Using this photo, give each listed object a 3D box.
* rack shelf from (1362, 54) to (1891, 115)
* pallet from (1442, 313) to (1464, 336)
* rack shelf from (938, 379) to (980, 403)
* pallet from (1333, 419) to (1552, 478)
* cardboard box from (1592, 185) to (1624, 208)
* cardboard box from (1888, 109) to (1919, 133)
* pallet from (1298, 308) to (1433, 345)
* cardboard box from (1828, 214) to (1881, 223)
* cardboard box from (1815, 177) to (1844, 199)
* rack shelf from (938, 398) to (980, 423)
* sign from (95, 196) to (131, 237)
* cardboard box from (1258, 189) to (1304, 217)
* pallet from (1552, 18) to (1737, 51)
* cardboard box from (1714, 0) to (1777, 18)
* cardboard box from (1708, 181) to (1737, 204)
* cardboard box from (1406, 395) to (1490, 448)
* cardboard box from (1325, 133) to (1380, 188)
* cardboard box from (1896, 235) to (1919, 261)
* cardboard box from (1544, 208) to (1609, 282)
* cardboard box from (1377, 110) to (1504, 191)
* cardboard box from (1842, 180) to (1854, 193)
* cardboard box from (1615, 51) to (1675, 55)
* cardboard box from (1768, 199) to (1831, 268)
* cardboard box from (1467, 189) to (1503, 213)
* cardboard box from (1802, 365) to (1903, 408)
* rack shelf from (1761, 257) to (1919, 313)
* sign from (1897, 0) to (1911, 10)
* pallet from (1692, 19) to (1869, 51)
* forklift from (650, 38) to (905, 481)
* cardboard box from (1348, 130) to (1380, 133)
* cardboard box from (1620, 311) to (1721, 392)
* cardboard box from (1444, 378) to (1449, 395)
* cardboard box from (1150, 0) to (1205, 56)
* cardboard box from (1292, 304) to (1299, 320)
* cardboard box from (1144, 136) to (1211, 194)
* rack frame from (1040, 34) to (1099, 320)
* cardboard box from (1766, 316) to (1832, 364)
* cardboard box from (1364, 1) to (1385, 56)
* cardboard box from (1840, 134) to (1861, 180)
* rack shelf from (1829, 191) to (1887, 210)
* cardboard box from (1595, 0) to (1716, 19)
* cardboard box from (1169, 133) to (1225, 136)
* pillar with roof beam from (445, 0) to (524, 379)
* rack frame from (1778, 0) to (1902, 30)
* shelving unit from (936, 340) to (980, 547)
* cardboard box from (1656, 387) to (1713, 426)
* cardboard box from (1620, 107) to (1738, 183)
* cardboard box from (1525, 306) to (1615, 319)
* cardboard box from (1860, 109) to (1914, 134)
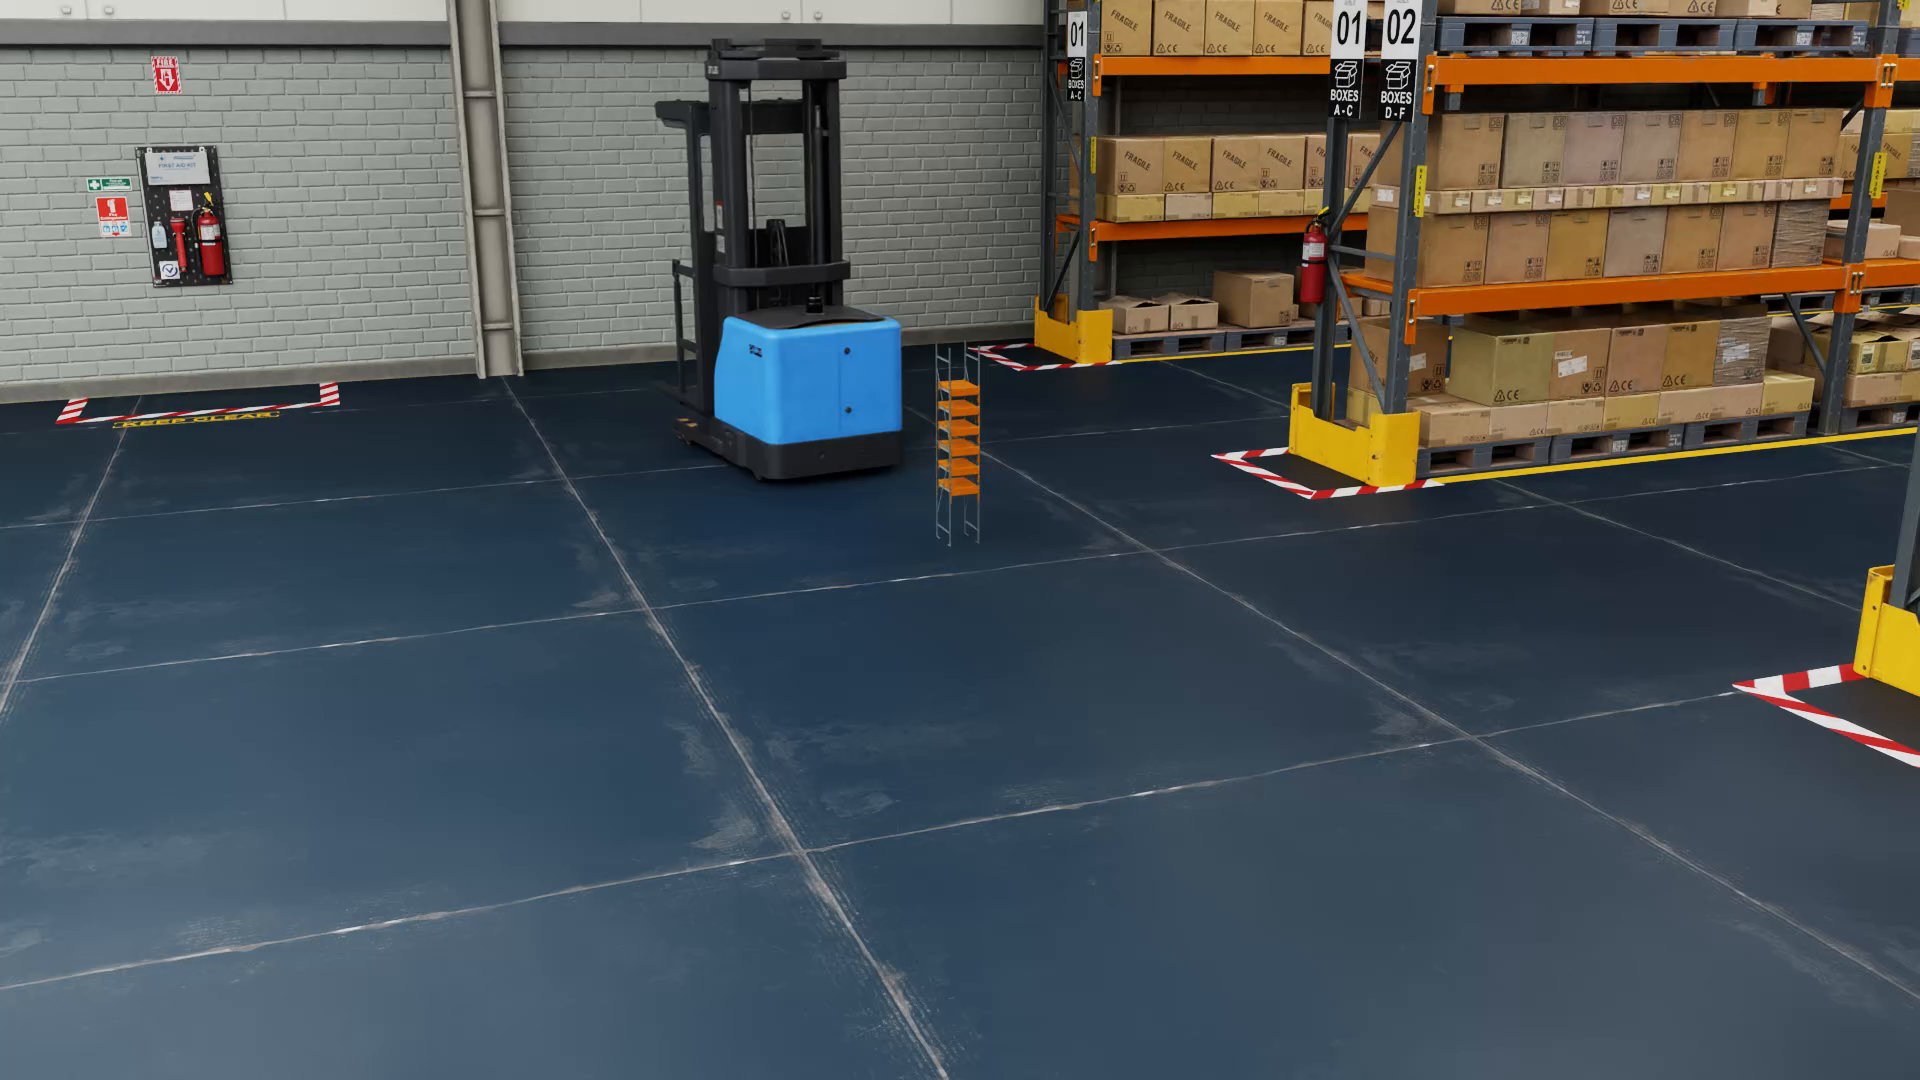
[{"bbox_3d":[4.674,-3.263,11.840,4.000,0.370,1.077,-6,17,-20],"label":"rack shelf"},{"bbox_3d":[5.493,-2.415,17.946,1.213,0.211,1.003,-6,17,-20],"label":"pallet"},{"bbox_3d":[-0.014,-0.877,9.835,0.180,0.103,0.258,-6,17,-20],"label":"rack shelf"},{"bbox_3d":[3.506,-0.718,12.167,1.213,0.211,1.003,-6,17,-20],"label":"pallet"},{"bbox_3d":[4.452,-2.440,11.755,0.250,0.149,0.380,-6,18,-21],"label":"cardboard box"},{"bbox_3d":[10.935,-4.826,19.135,0.500,0.250,0.500,-6,17,-19],"label":"cardboard box"},{"bbox_3d":[4.152,-2.259,17.415,1.213,0.211,1.003,-6,17,-20],"label":"pallet"},{"bbox_3d":[10.055,-3.373,19.332,0.750,0.750,0.750,-6,17,-20],"label":"cardboard box"},{"bbox_3d":[6.365,-2.646,12.457,0.250,0.149,0.380,-6,17,-20],"label":"cardboard box"},{"bbox_3d":[-0.014,-0.762,9.869,0.180,0.103,0.258,-6,17,-20],"label":"rack shelf"},{"bbox_3d":[-7.102,-2.713,13.950,0.234,0.329,0.001,-6,17,-20],"label":"sign"},{"bbox_3d":[3.031,-3.330,16.345,0.500,0.250,0.500,-6,17,-20],"label":"cardboard box"},{"bbox_3d":[4.617,-3.553,11.706,1.213,0.211,1.003,-6,17,-20],"label":"pallet"},{"bbox_3d":[5.514,-3.765,11.723,0.250,0.149,0.380,-6,17,-20],"label":"cardboard box"},{"bbox_3d":[5.414,-2.544,12.109,0.250,0.149,0.380,-6,17,-20],"label":"cardboard box"},{"bbox_3d":[3.387,-0.845,11.787,0.500,0.250,0.500,-6,17,-20],"label":"cardboard box"},{"bbox_3d":[3.971,-3.790,16.582,0.500,0.500,0.500,-6,17,-20],"label":"cardboard box"},{"bbox_3d":[7.443,-2.286,13.004,0.250,0.149,0.380,-6,17,-20],"label":"cardboard box"},{"bbox_3d":[4.202,-2.162,11.959,0.500,0.500,0.700,-6,17,-20],"label":"cardboard box"},{"bbox_3d":[3.297,-2.687,11.445,0.500,0.500,0.700,-6,17,-20],"label":"cardboard box"},{"bbox_3d":[10.083,-4.075,19.063,0.250,0.149,0.380,-6,17,-19],"label":"cardboard box"},{"bbox_3d":[7.258,-5.469,17.856,0.637,0.503,0.797,-4,17,-12],"label":"cardboard box"},{"bbox_3d":[6.130,-2.372,12.676,0.500,0.500,0.700,-7,18,-22],"label":"cardboard box"},{"bbox_3d":[3.496,-2.337,11.404,0.250,0.149,0.380,-7,18,-22],"label":"cardboard box"},{"bbox_3d":[7.007,-1.228,13.092,0.500,0.250,0.500,-7,18,-21],"label":"cardboard box"},{"bbox_3d":[8.410,-2.227,13.636,4.000,0.370,1.077,-6,17,-20],"label":"rack shelf"},{"bbox_3d":[6.742,-3.950,11.844,0.005,0.325,0.100,-6,17,-20],"label":"sign"},{"bbox_3d":[5.755,-3.675,12.122,1.213,0.211,1.003,-6,17,-20],"label":"pallet"},{"bbox_3d":[-1.545,-2.179,12.316,1.130,2.935,3.031,-9,19,-28],"label":"forklift"},{"bbox_3d":[4.252,-3.979,17.223,0.500,0.500,0.500,-7,18,-21],"label":"cardboard box"},{"bbox_3d":[5.251,-1.410,12.379,0.500,0.500,0.500,-6,17,-20],"label":"cardboard box"},{"bbox_3d":[3.665,-1.035,12.434,0.500,0.250,0.500,-6,17,-20],"label":"cardboard box"},{"bbox_3d":[1.947,-4.780,15.515,0.500,0.500,0.500,-5,17,-16],"label":"cardboard box"},{"bbox_3d":[3.265,-2.361,17.093,0.250,0.149,0.380,-8,18,-25],"label":"cardboard box"},{"bbox_3d":[2.049,-3.584,15.879,0.500,0.500,0.500,-6,17,-20],"label":"cardboard box"},{"bbox_3d":[1.031,-3.270,15.911,0.127,3.000,1.000,-6,17,-20],"label":"rack frame"},{"bbox_3d":[6.818,-1.638,13.493,0.500,0.311,0.500,-6,17,-20],"label":"cardboard box"},{"bbox_3d":[3.906,-5.007,16.288,0.500,0.500,0.500,-8,18,-25],"label":"cardboard box"},{"bbox_3d":[10.002,-4.359,18.878,0.500,0.500,0.500,-6,17,-20],"label":"cardboard box"},{"bbox_3d":[10.369,-3.933,19.446,4.000,0.370,1.077,-6,17,-20],"label":"rack shelf"},{"bbox_3d":[4.959,-3.995,11.879,0.637,0.503,0.797,-4,17,-14],"label":"cardboard box"},{"bbox_3d":[2.350,-3.773,16.522,0.500,0.500,0.500,-7,18,-22],"label":"cardboard box"},{"bbox_3d":[-2.687,-4.709,10.164,0.400,9.000,9.100,-6,17,-20],"label":"pillar with roof beam"},{"bbox_3d":[6.542,-5.249,12.002,0.127,3.000,1.000,-6,17,-20],"label":"rack frame"},{"bbox_3d":[-0.014,-0.574,9.924,0.189,1.200,0.258,-6,17,-20],"label":"shelving unit"},{"bbox_3d":[5.255,-1.047,12.473,0.500,0.250,0.500,-6,17,-20],"label":"cardboard box"},{"bbox_3d":[5.191,-2.893,12.147,0.500,0.500,0.700,-6,17,-20],"label":"cardboard box"},{"bbox_3d":[4.597,-1.497,12.675,0.500,0.500,0.500,-6,17,-20],"label":"cardboard box"},{"bbox_3d":[10.459,-4.774,18.960,0.500,0.250,0.500,-7,18,-21],"label":"cardboard box"}]
